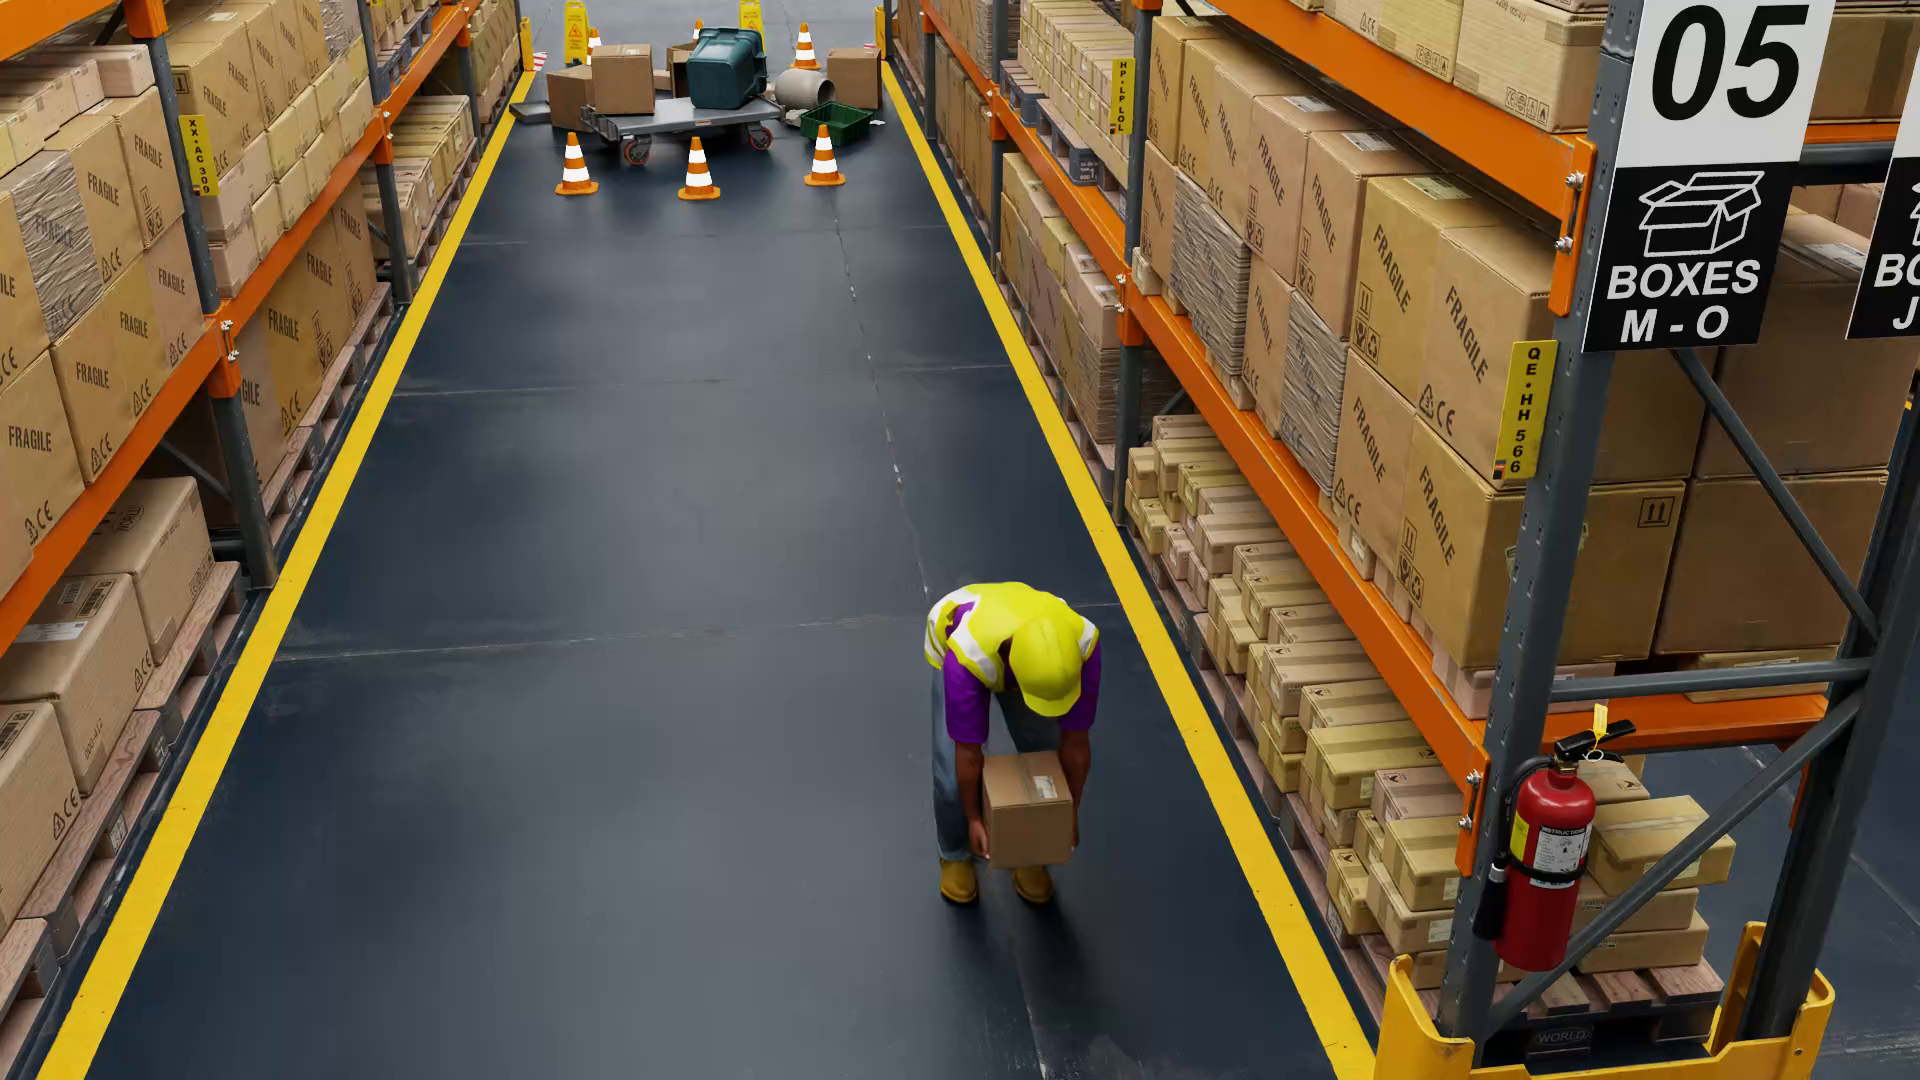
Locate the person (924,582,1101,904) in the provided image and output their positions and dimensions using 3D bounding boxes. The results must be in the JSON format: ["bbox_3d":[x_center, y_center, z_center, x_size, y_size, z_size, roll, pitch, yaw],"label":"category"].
[{"bbox_3d":[0.176,0.659,5.295,0.492,1.311,0.923,-5,27,-10],"label":"person"}]
